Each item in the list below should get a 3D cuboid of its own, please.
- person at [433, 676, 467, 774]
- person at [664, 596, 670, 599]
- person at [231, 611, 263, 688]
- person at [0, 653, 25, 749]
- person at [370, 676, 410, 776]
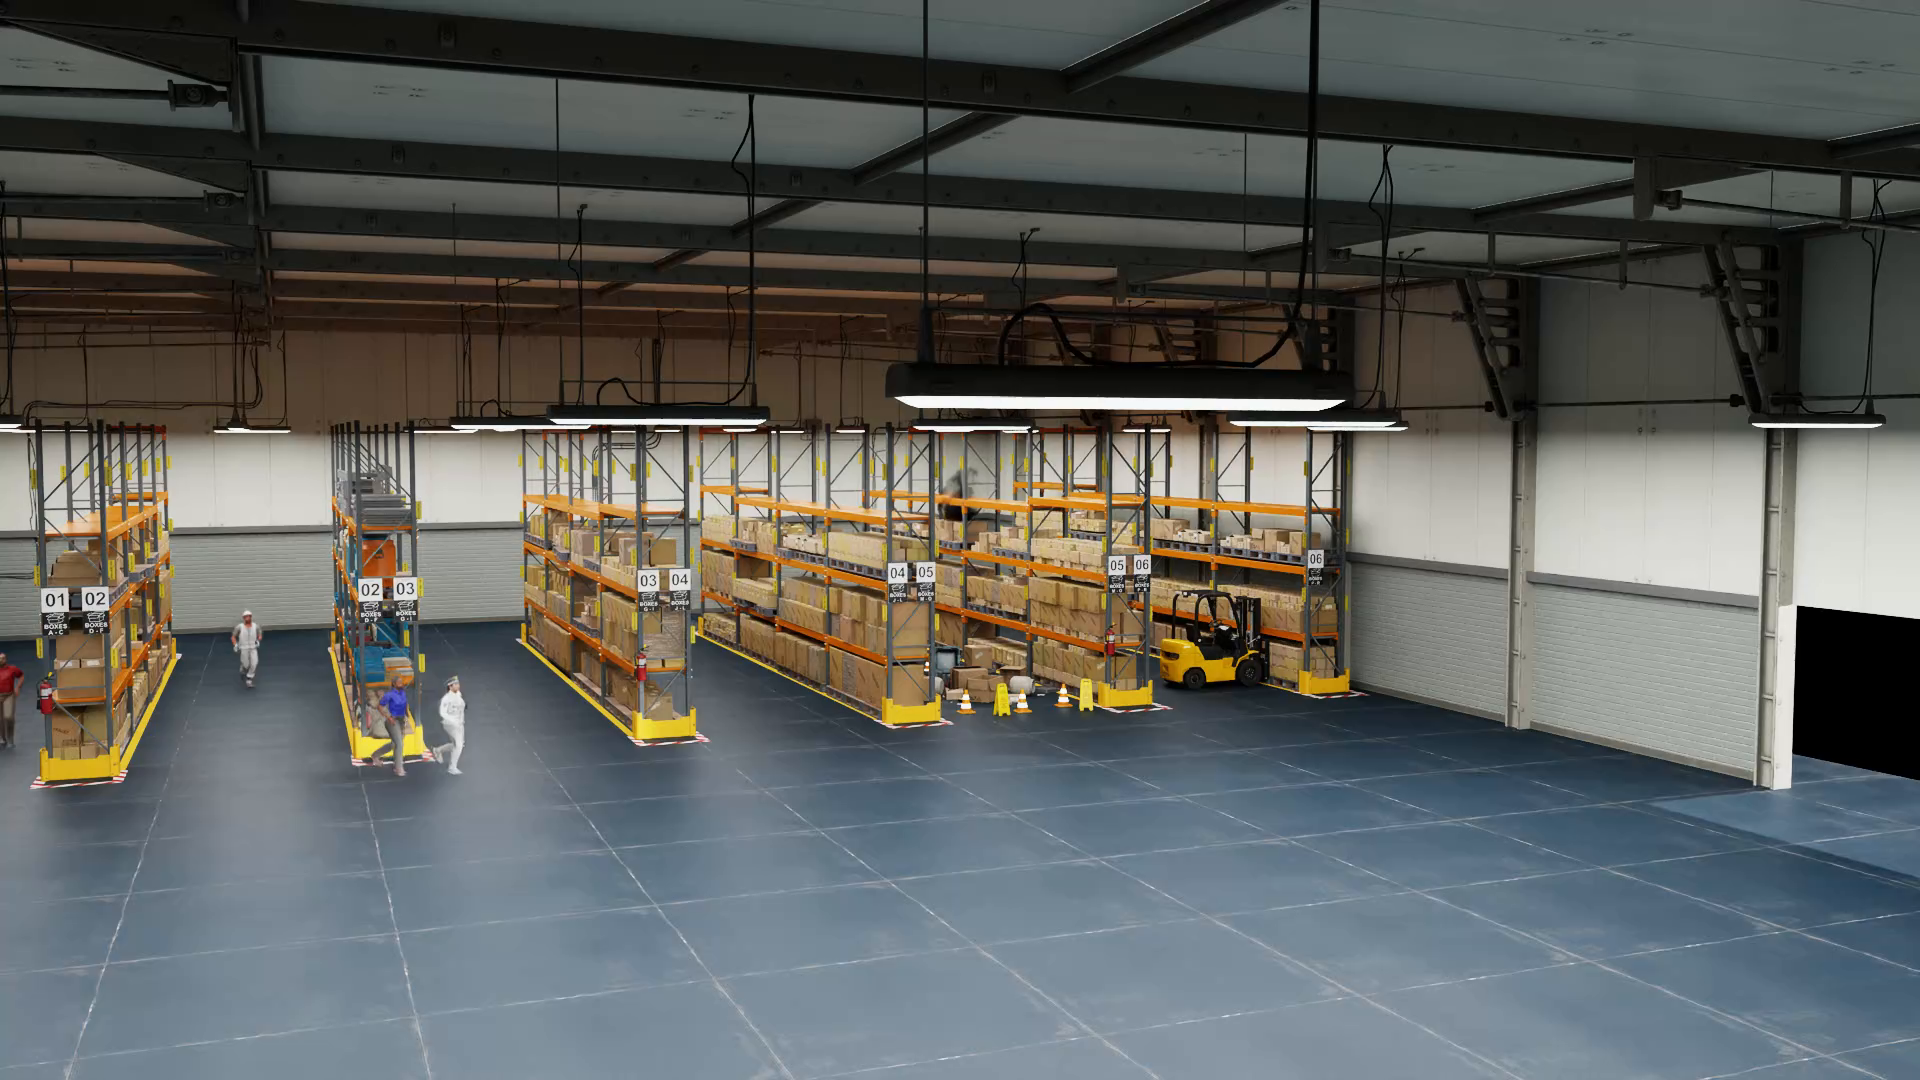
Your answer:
[{"bbox_3d":[-8.687,3.137,28.288,0.628,1.684,0.629,1,4,13],"label":"person"},{"bbox_3d":[-8.492,1.999,47.107,0.561,1.596,0.645,0,4,-6],"label":"person"},{"bbox_3d":[-16.218,2.489,37.890,0.658,1.738,0.601,-3,4,-35],"label":"person"},{"bbox_3d":[-17.565,2.968,30.530,0.640,1.775,0.724,-1,4,-21],"label":"person"},{"bbox_3d":[-9.672,3.141,28.307,0.791,1.682,0.585,1,4,17],"label":"person"}]
